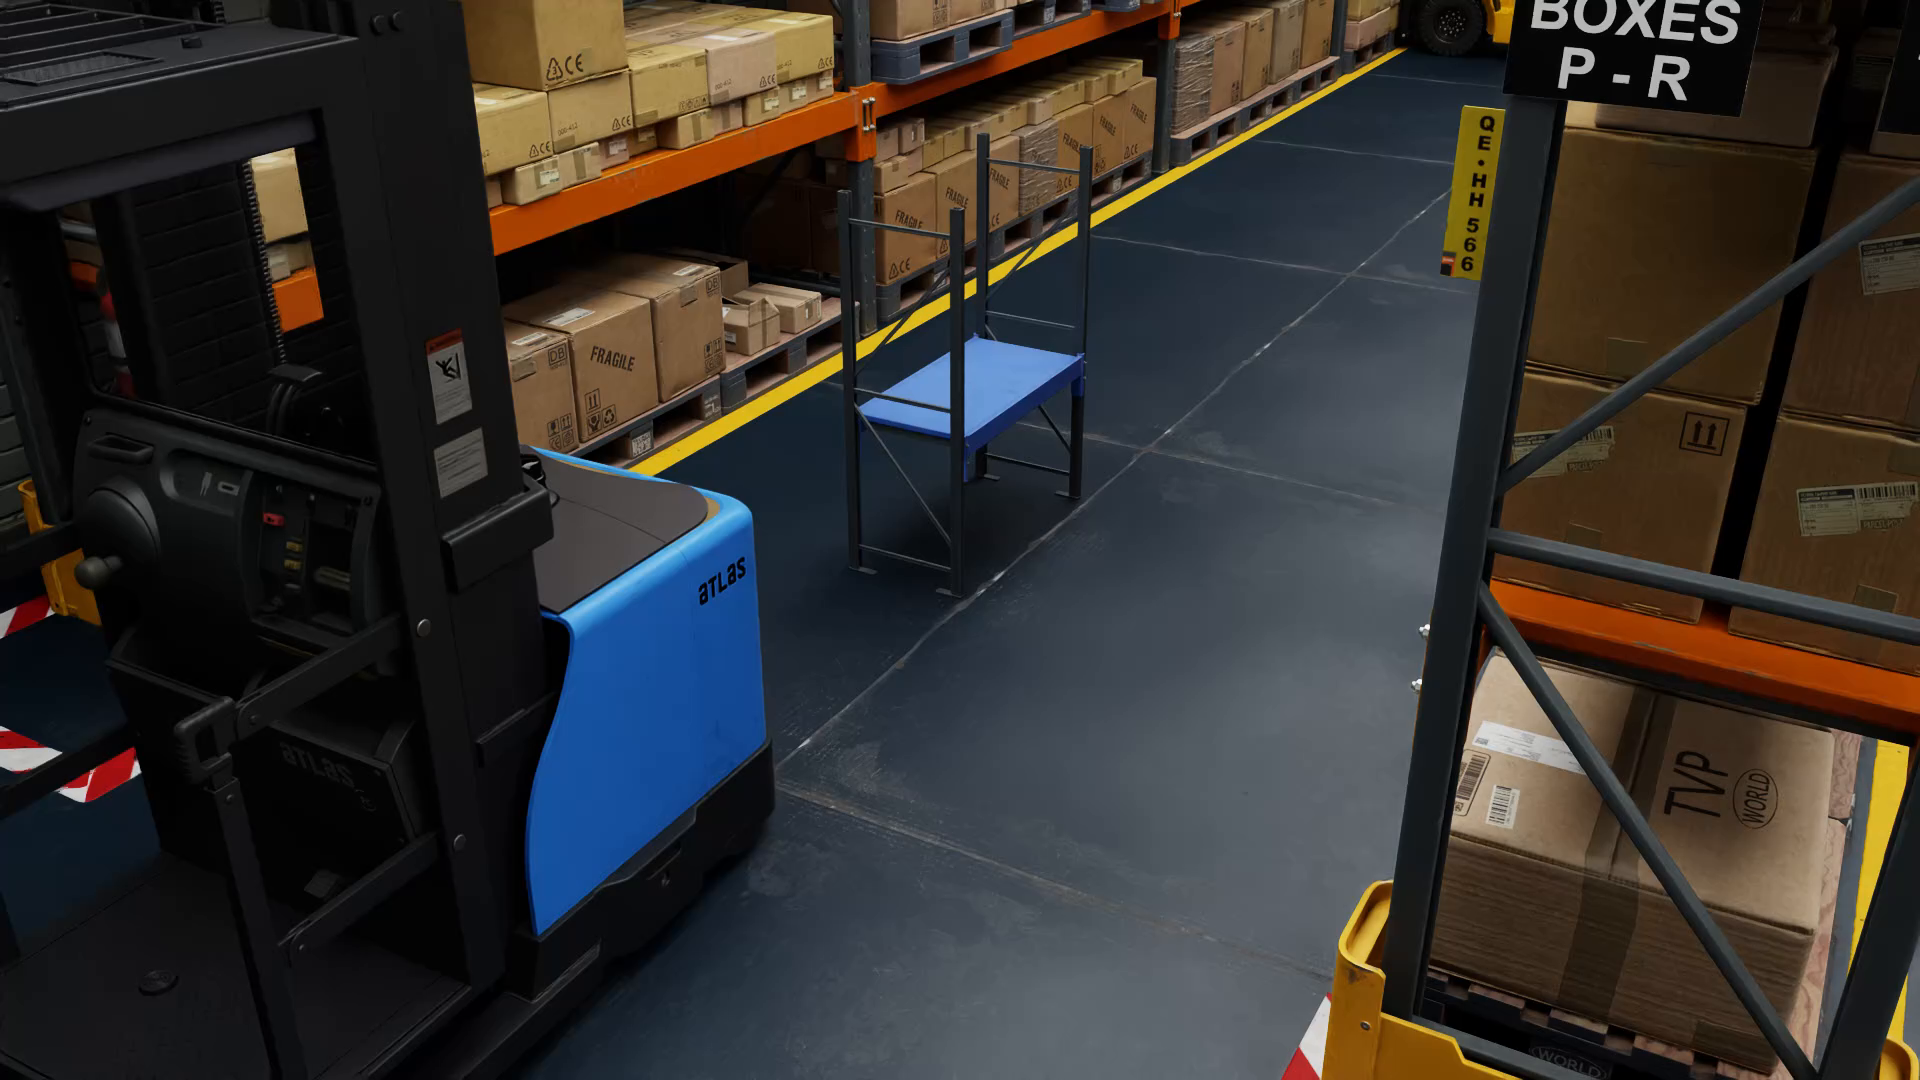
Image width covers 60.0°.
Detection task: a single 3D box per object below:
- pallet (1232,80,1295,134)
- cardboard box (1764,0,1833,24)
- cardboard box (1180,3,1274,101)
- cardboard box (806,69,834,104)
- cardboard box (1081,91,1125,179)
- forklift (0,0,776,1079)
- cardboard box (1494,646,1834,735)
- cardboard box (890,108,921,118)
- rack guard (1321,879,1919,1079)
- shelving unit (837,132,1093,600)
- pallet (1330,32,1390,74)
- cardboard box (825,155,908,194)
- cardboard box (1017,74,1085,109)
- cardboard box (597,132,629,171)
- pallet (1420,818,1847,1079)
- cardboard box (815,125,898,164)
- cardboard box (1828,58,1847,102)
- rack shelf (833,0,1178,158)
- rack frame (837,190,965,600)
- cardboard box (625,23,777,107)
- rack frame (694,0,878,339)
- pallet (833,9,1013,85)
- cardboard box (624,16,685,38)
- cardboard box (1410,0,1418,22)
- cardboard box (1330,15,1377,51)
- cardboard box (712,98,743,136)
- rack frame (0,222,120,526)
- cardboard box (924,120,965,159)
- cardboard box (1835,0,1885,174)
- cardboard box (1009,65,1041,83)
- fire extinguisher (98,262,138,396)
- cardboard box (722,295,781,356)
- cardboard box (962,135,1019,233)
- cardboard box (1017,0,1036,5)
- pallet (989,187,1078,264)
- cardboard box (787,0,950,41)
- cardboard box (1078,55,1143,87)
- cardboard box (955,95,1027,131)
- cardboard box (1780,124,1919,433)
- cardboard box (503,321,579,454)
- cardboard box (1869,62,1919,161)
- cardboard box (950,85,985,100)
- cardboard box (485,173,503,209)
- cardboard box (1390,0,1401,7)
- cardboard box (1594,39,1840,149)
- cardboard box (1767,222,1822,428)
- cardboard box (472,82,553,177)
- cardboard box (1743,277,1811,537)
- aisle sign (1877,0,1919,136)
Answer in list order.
[{"bbox_3d":[2.096,-3.650,13.806,1.003,0.211,1.213,14,30,26],"label":"pallet"},{"bbox_3d":[1.763,-1.180,3.804,0.380,0.149,0.250,15,30,27],"label":"cardboard box"},{"bbox_3d":[2.020,-3.996,13.566,0.875,0.625,0.625,13,29,24],"label":"cardboard box"},{"bbox_3d":[-0.849,-2.260,8.195,0.380,0.149,0.250,15,30,27],"label":"cardboard box"},{"bbox_3d":[0.779,-2.777,11.269,0.500,0.500,0.500,14,30,25],"label":"cardboard box"},{"bbox_3d":[-1.707,0.013,3.450,1.130,2.935,3.031,14,30,26],"label":"forklift"},{"bbox_3d":[2.124,0.418,4.957,0.875,0.438,0.875,15,30,27],"label":"cardboard box"},{"bbox_3d":[-0.460,-2.521,10.034,0.380,0.149,0.250,15,30,27],"label":"cardboard box"},{"bbox_3d":[1.432,1.225,3.744,1.175,0.500,0.348,14,30,26],"label":"rack guard"},{"bbox_3d":[0.042,-0.704,6.481,0.538,1.500,1.048,14,30,26],"label":"shelving unit"},{"bbox_3d":[3.451,-4.724,15.951,1.003,0.211,1.213,14,30,26],"label":"pallet"},{"bbox_3d":[-0.504,-1.994,8.981,0.380,0.149,0.250,16,31,28],"label":"cardboard box"},{"bbox_3d":[0.588,-2.924,10.839,0.380,0.149,0.250,15,30,28],"label":"cardboard box"},{"bbox_3d":[-1.624,-1.663,7.002,0.380,0.149,0.250,14,30,26],"label":"cardboard box"},{"bbox_3d":[1.769,1.016,4.485,1.003,0.211,1.213,14,30,26],"label":"pallet"},{"bbox_3d":[-0.557,-2.140,8.941,0.380,0.149,0.250,14,30,25],"label":"cardboard box"},{"bbox_3d":[1.705,-0.844,3.857,0.500,0.500,0.500,14,30,26],"label":"cardboard box"},{"bbox_3d":[0.072,-3.010,10.216,1.077,0.370,4.000,14,30,26],"label":"rack shelf"},{"bbox_3d":[-0.208,-0.506,6.085,0.500,1.500,0.032,14,30,26],"label":"rack frame"},{"bbox_3d":[-1.184,-2.168,7.565,0.500,0.250,0.500,14,30,26],"label":"cardboard box"},{"bbox_3d":[-0.912,-2.553,8.498,1.000,3.000,0.127,14,30,26],"label":"rack frame"},{"bbox_3d":[-0.424,-2.754,9.115,1.003,0.211,1.213,14,30,26],"label":"pallet"},{"bbox_3d":[-1.632,-2.288,7.805,0.500,0.250,0.500,14,30,26],"label":"cardboard box"},{"bbox_3d":[4.292,-5.343,16.675,0.500,0.250,0.500,15,30,28],"label":"cardboard box"},{"bbox_3d":[3.549,-4.744,15.479,0.500,0.250,0.500,15,30,27],"label":"cardboard box"},{"bbox_3d":[-1.218,-1.951,7.578,0.380,0.149,0.250,15,30,27],"label":"cardboard box"},{"bbox_3d":[-2.880,-0.994,5.384,1.000,3.000,0.127,14,30,26],"label":"rack frame"},{"bbox_3d":[-0.196,-2.331,9.655,0.380,0.149,0.250,14,30,25],"label":"cardboard box"},{"bbox_3d":[2.450,-1.428,5.023,0.500,0.500,0.500,15,30,27],"label":"cardboard box"},{"bbox_3d":[0.321,-3.125,11.240,0.380,0.149,0.250,15,30,27],"label":"cardboard box"},{"bbox_3d":[-2.550,-0.633,5.167,0.296,0.674,0.183,14,30,26],"label":"fire extinguisher"},{"bbox_3d":[-1.106,-1.097,8.175,0.396,0.266,0.258,15,30,28],"label":"cardboard box"},{"bbox_3d":[0.024,-2.165,10.047,0.500,0.500,0.500,13,29,25],"label":"cardboard box"},{"bbox_3d":[0.161,-3.432,9.674,0.700,0.500,0.500,14,30,26],"label":"cardboard box"},{"bbox_3d":[0.054,-2.108,10.726,1.003,0.211,1.213,14,30,26],"label":"pallet"},{"bbox_3d":[-0.480,-2.924,8.660,0.700,0.500,0.500,15,30,27],"label":"cardboard box"},{"bbox_3d":[1.033,-3.223,11.437,0.380,0.149,0.250,13,29,24],"label":"cardboard box"},{"bbox_3d":[0.191,-2.628,10.248,0.380,0.149,0.250,14,30,26],"label":"cardboard box"},{"bbox_3d":[1.927,-0.518,3.206,0.500,0.500,0.500,13,30,25],"label":"cardboard box"},{"bbox_3d":[-2.042,-0.606,6.932,0.700,0.500,0.500,16,31,28],"label":"cardboard box"},{"bbox_3d":[1.859,-0.761,2.967,0.380,0.149,0.250,15,30,27],"label":"cardboard box"},{"bbox_3d":[-0.062,-2.821,10.633,0.380,0.149,0.250,14,30,26],"label":"cardboard box"},{"bbox_3d":[-1.992,-1.358,6.393,0.380,0.149,0.250,15,30,27],"label":"cardboard box"},{"bbox_3d":[4.033,-5.363,16.156,0.500,0.250,0.500,14,30,26],"label":"cardboard box"},{"bbox_3d":[1.446,-0.868,3.180,0.380,0.149,0.250,15,30,27],"label":"cardboard box"},{"bbox_3d":[1.955,-0.588,4.462,0.500,0.500,0.500,15,30,28],"label":"cardboard box"},{"bbox_3d":[-1.928,-1.572,6.374,0.500,0.250,0.500,14,30,25],"label":"cardboard box"},{"bbox_3d":[2.154,-0.274,3.834,0.500,0.500,0.500,14,30,25],"label":"cardboard box"},{"bbox_3d":[1.660,-0.973,2.438,0.394,0.787,0.004,14,30,26],"label":"aisle sign"}]
